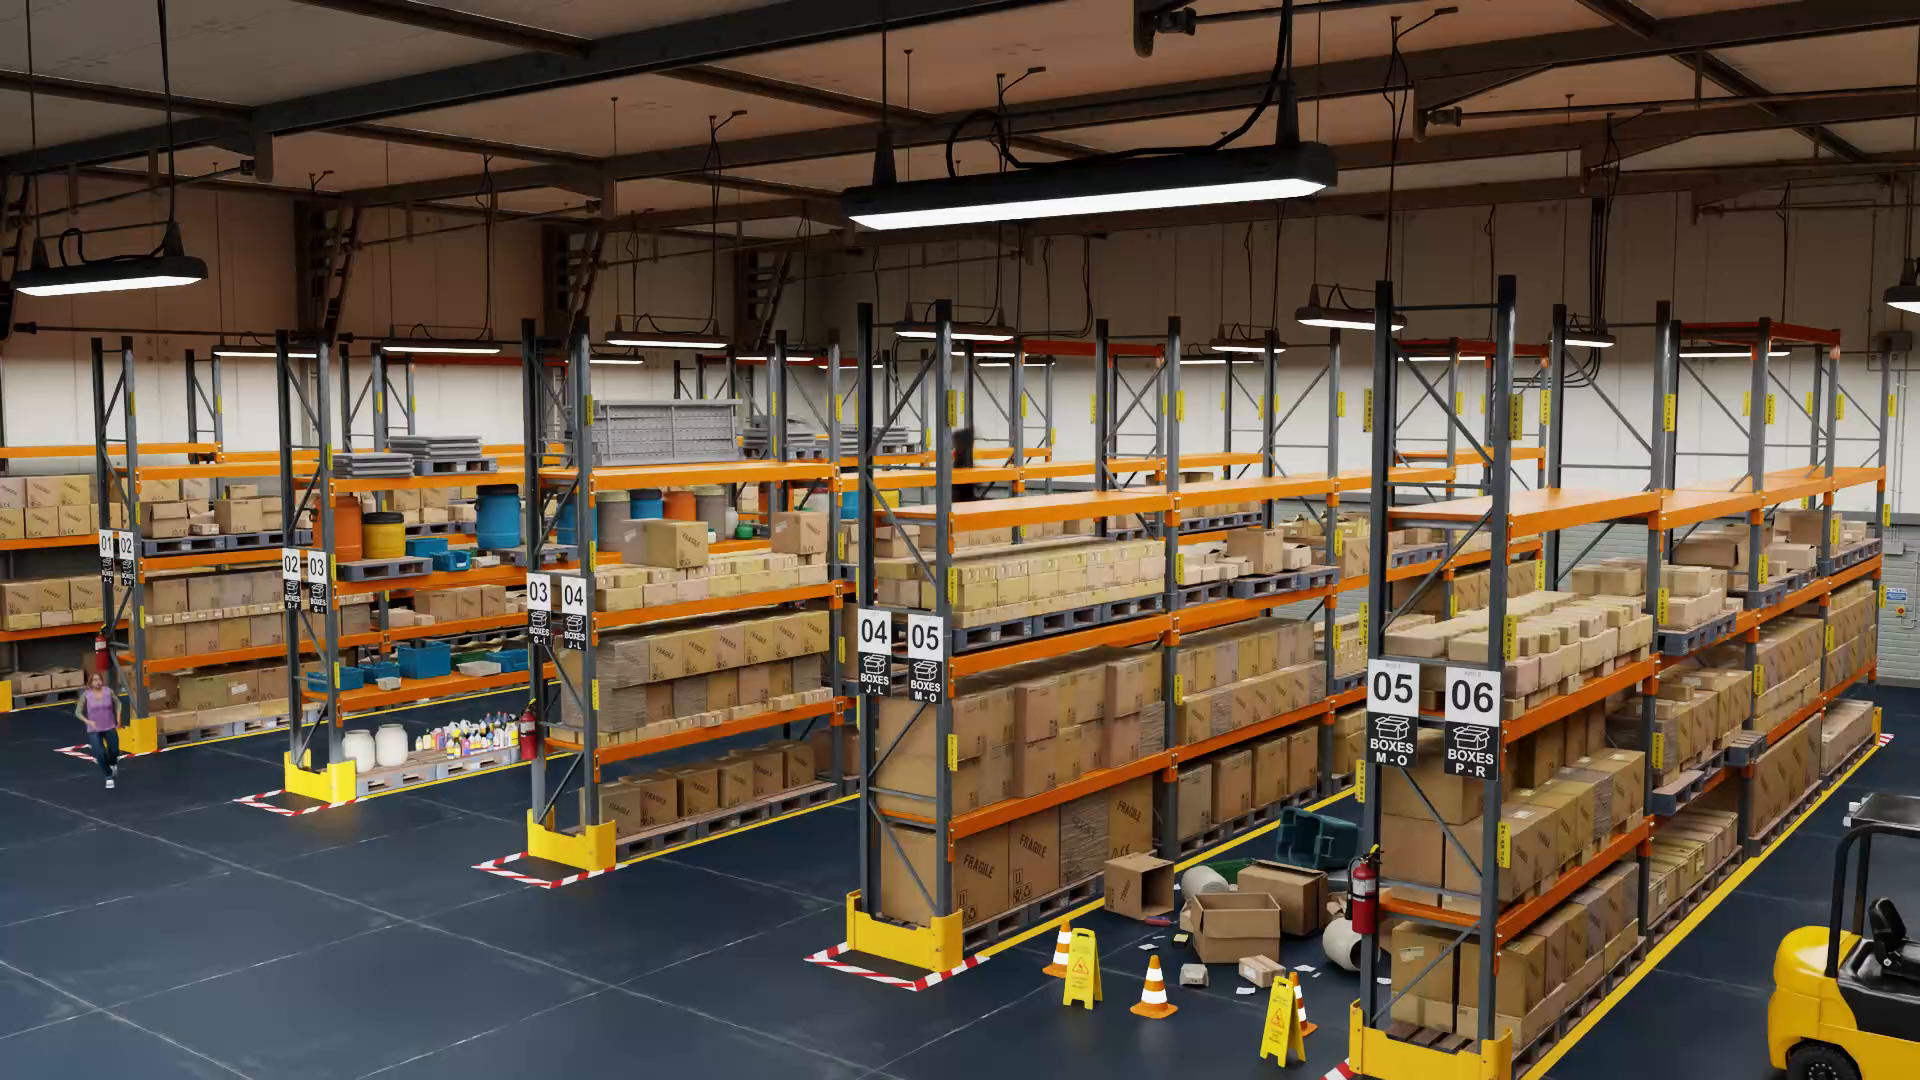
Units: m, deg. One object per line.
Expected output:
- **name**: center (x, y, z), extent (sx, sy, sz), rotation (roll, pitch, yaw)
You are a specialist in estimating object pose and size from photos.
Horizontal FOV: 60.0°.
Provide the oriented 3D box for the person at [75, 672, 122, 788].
- **person**: center (-11.319, 2.491, 21.873), extent (0.563, 1.551, 0.506), rotation (-4, 6, -36)
